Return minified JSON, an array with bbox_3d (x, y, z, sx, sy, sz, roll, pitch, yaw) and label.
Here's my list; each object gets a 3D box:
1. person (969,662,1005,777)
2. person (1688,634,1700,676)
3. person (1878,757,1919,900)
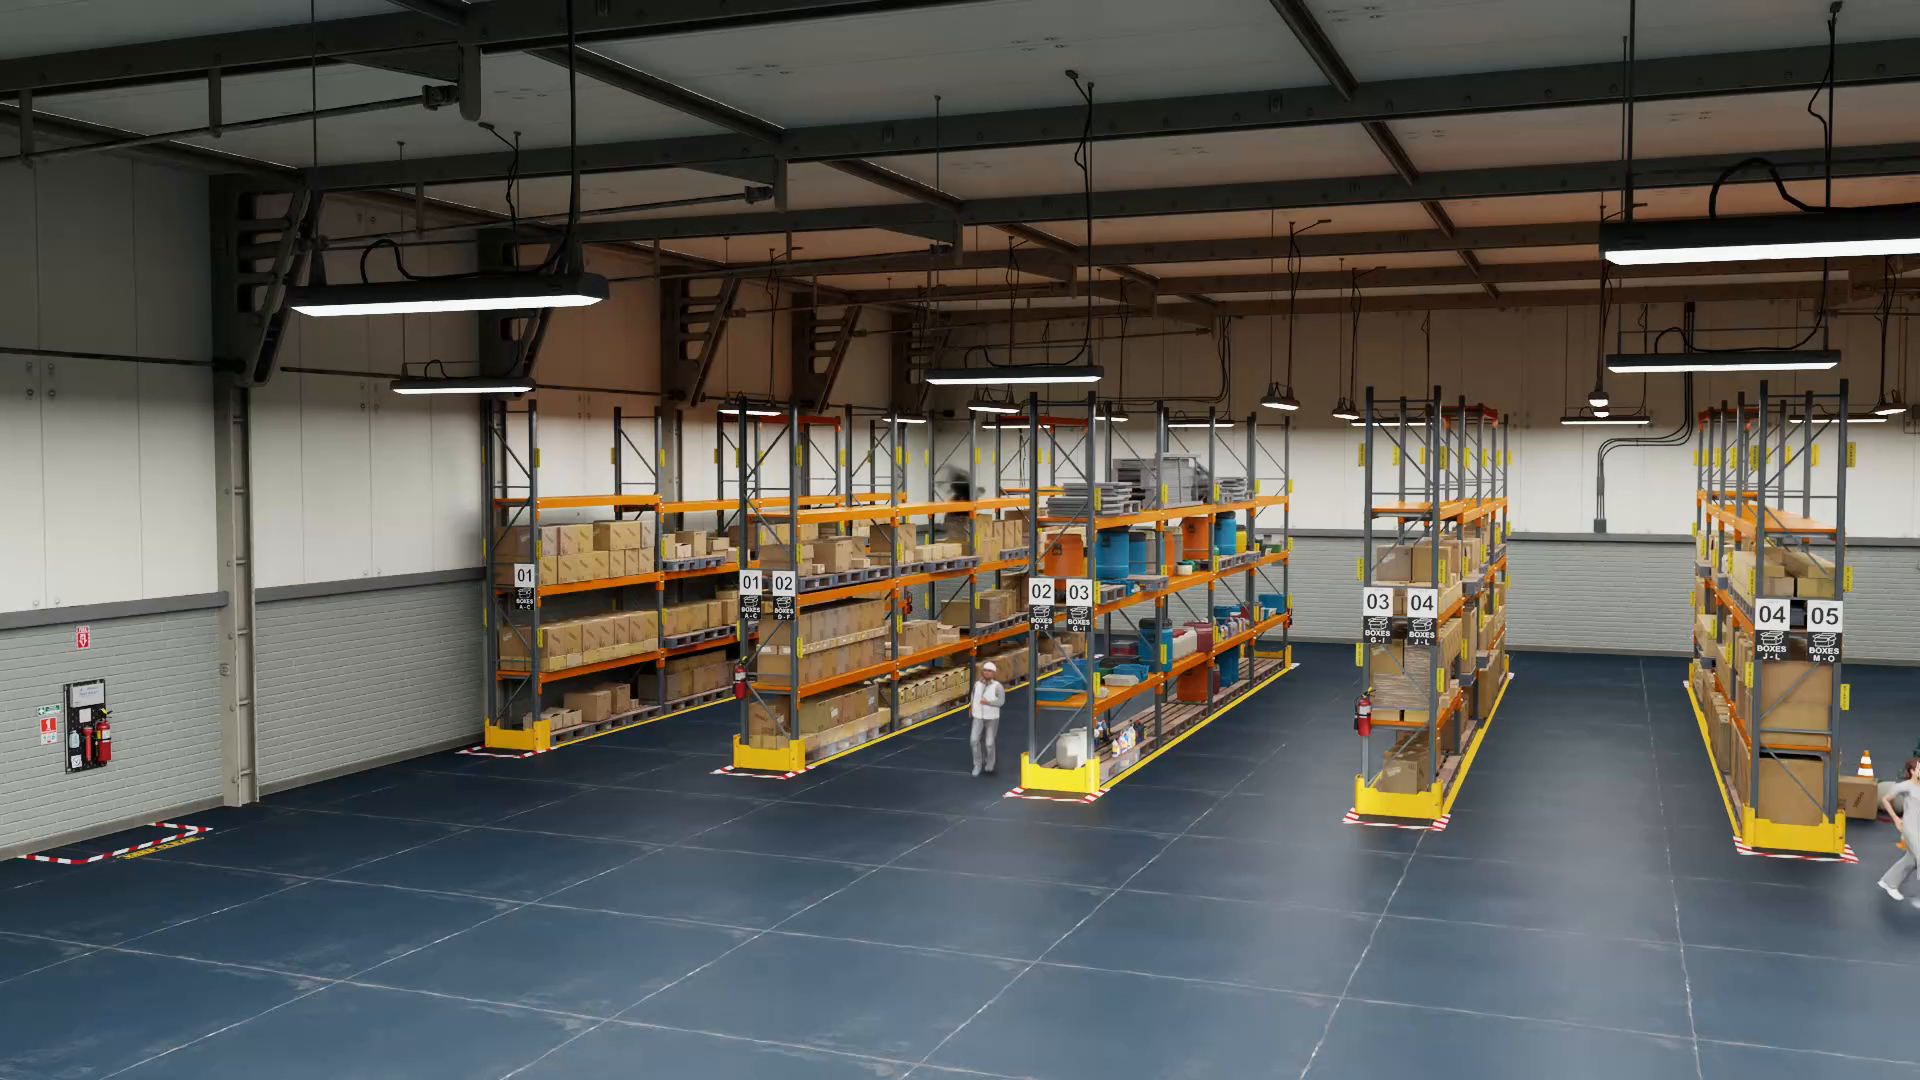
[{"bbox_3d":[0.406,2.830,26.264,0.620,1.793,0.642,1,3,16],"label":"person"},{"bbox_3d":[16.799,2.380,37.582,0.571,1.551,0.711,1,3,22],"label":"person"},{"bbox_3d":[10.539,3.240,18.349,0.550,1.696,0.896,-1,3,-26],"label":"person"}]
